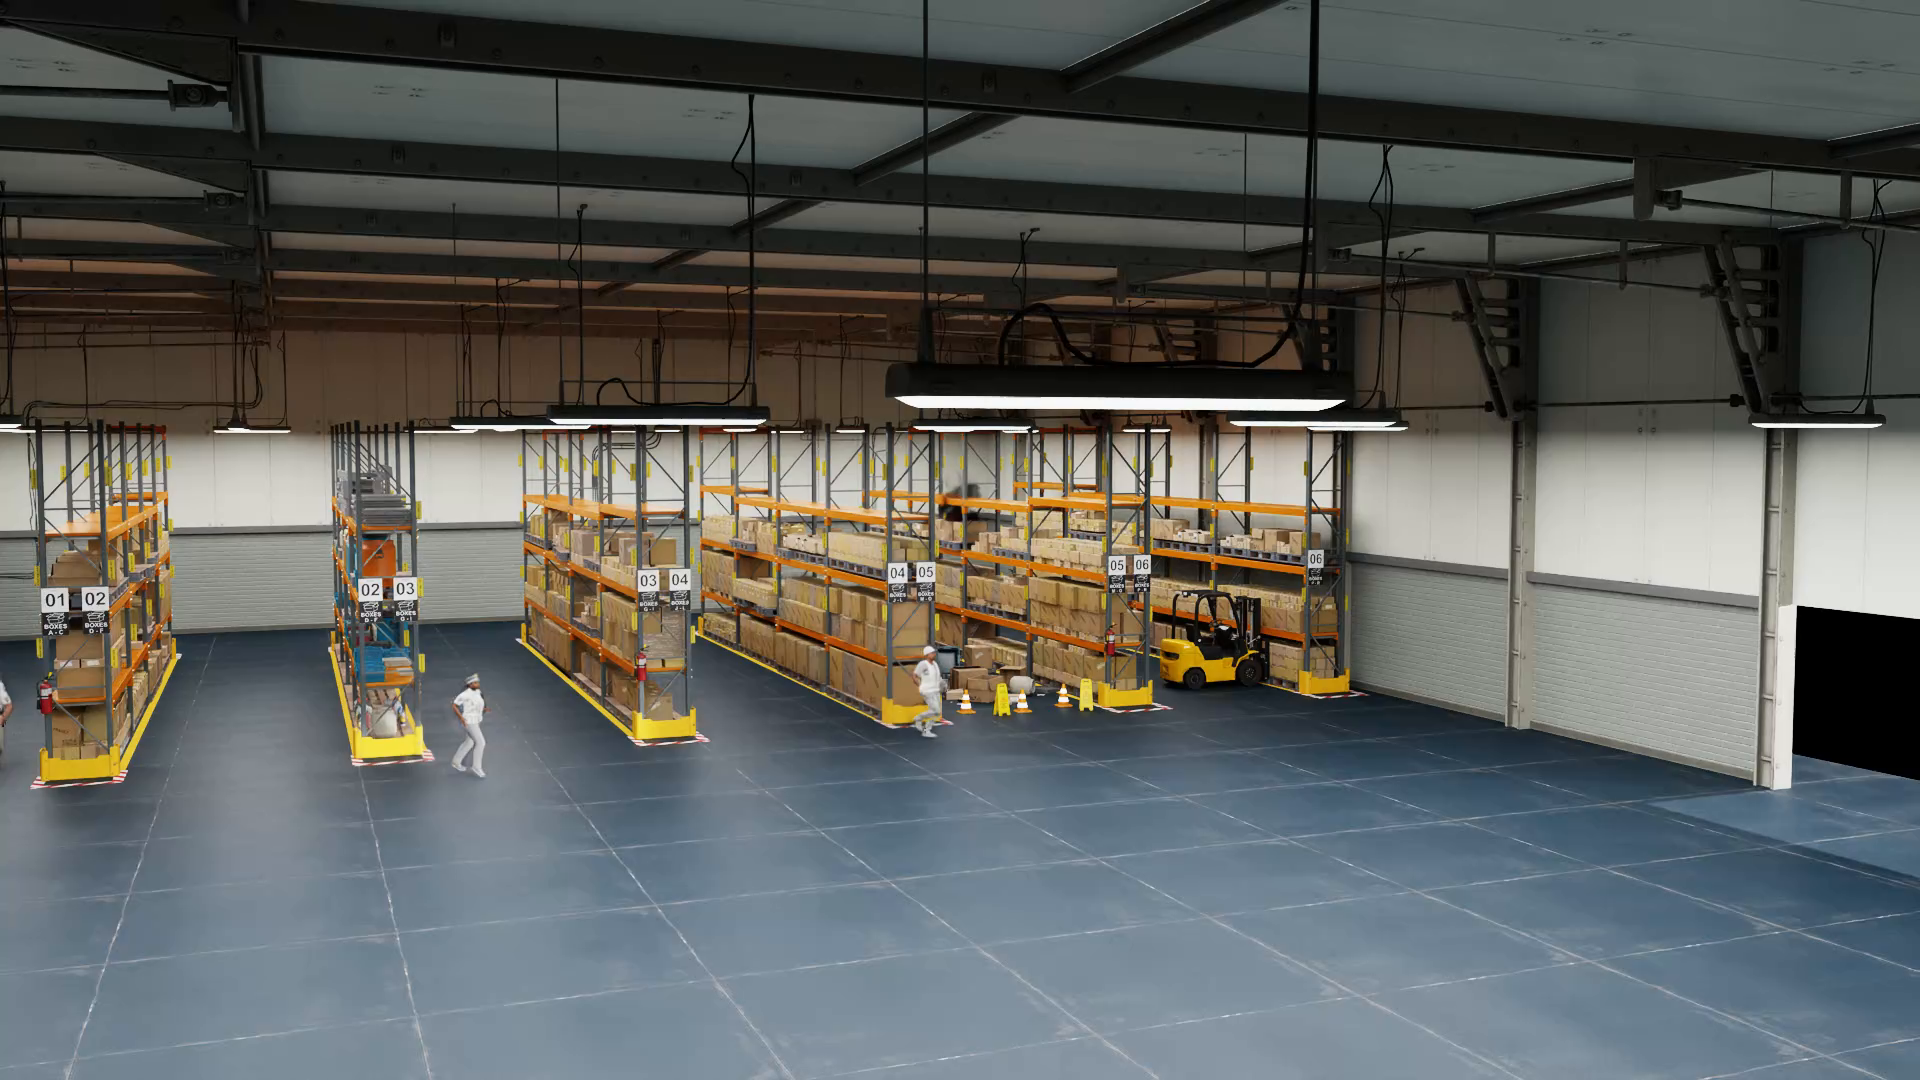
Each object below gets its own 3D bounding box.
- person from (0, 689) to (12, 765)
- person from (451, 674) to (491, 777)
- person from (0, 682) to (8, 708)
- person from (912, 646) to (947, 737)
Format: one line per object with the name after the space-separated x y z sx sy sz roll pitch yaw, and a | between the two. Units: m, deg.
-16.396 3.089 28.078 0.699 1.738 0.793 -2 4 -23 | person
-8.276 3.130 28.116 0.736 1.755 0.560 1 4 11 | person
-17.203 3.053 29.477 0.605 1.659 0.535 -2 4 -31 | person
-0.558 2.886 31.608 0.594 1.735 0.689 2 4 28 | person
